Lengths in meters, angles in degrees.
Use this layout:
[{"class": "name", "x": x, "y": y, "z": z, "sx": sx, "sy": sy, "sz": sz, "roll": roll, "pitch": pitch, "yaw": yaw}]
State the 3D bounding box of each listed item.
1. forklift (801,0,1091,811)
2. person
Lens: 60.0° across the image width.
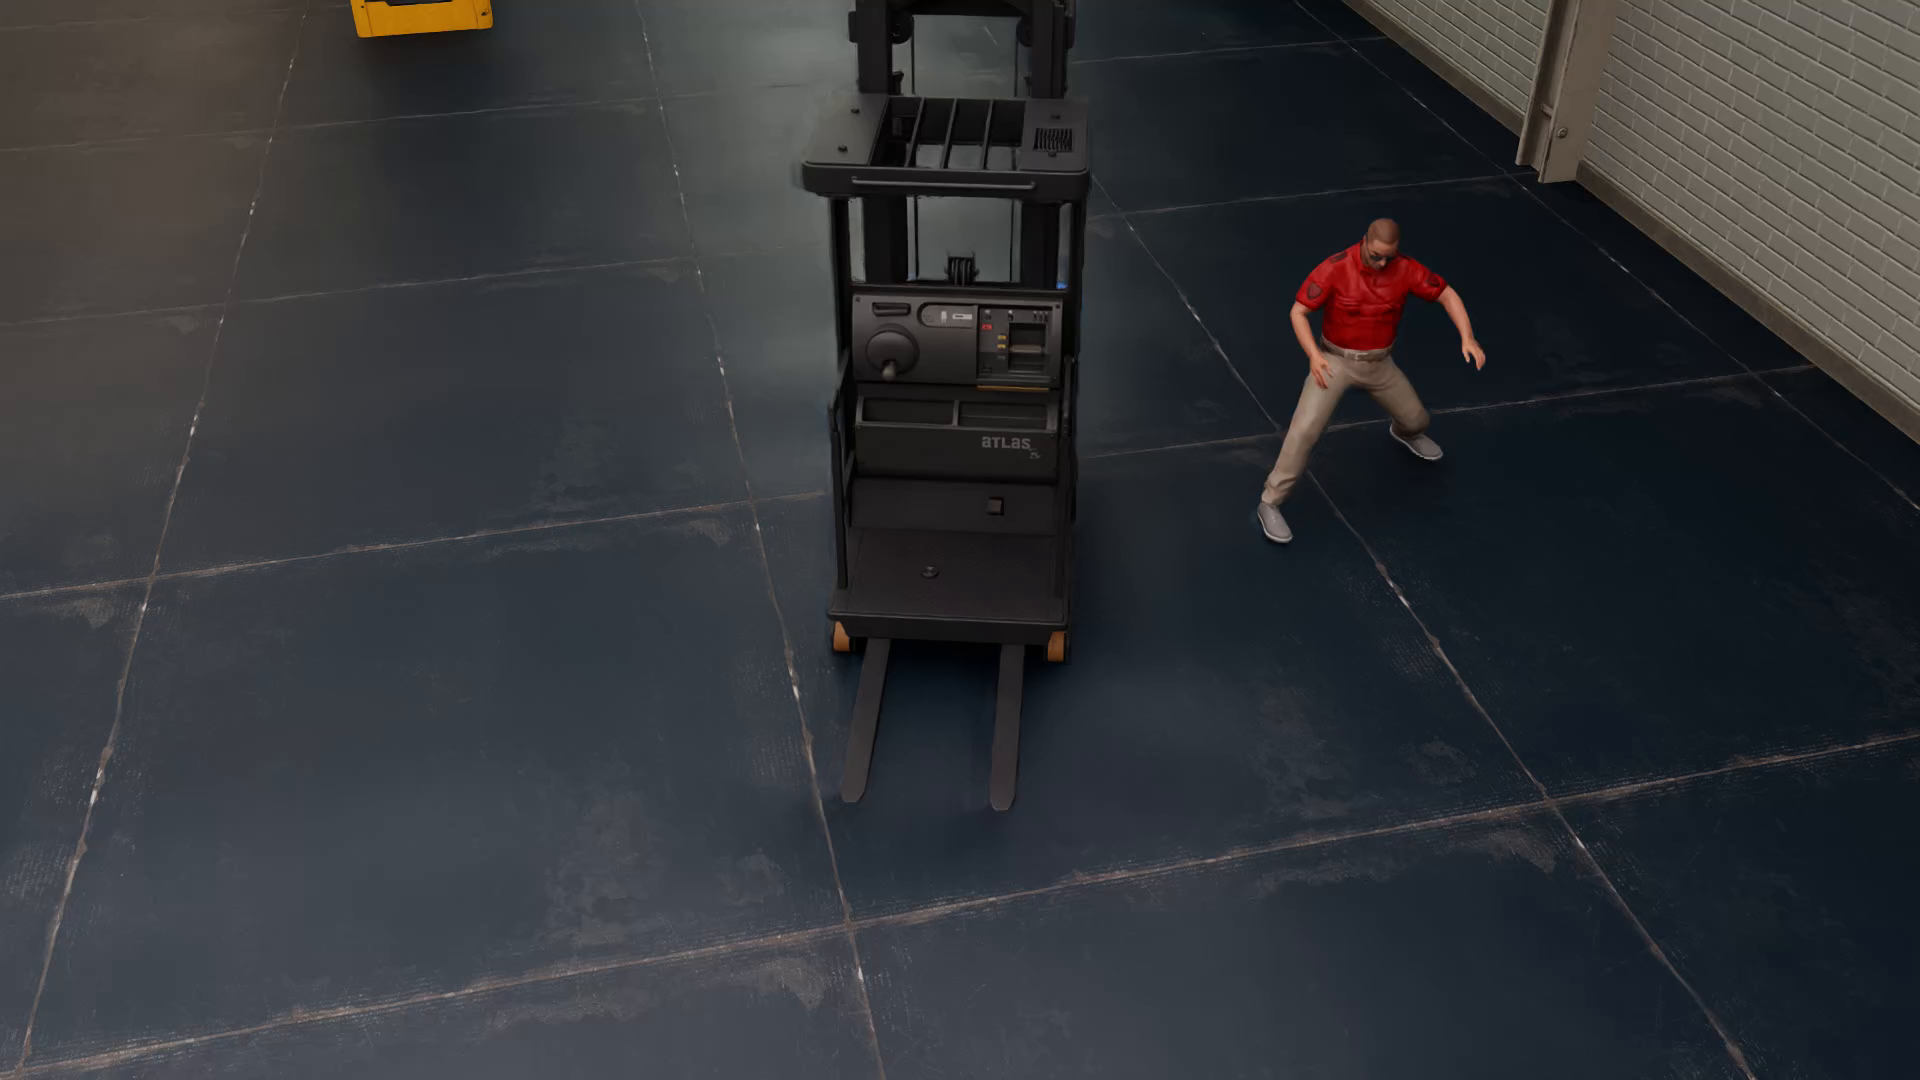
[{"class": "forklift", "x": -0.027, "y": -0.820, "z": 7.190, "sx": 1.130, "sy": 2.935, "sz": 3.031, "roll": 2, "pitch": 36, "yaw": 3}, {"class": "person", "x": 2.114, "y": -0.886, "z": 8.493, "sx": 1.148, "sy": 1.548, "sz": 1.002, "roll": -2, "pitch": 36, "yaw": -3}]
